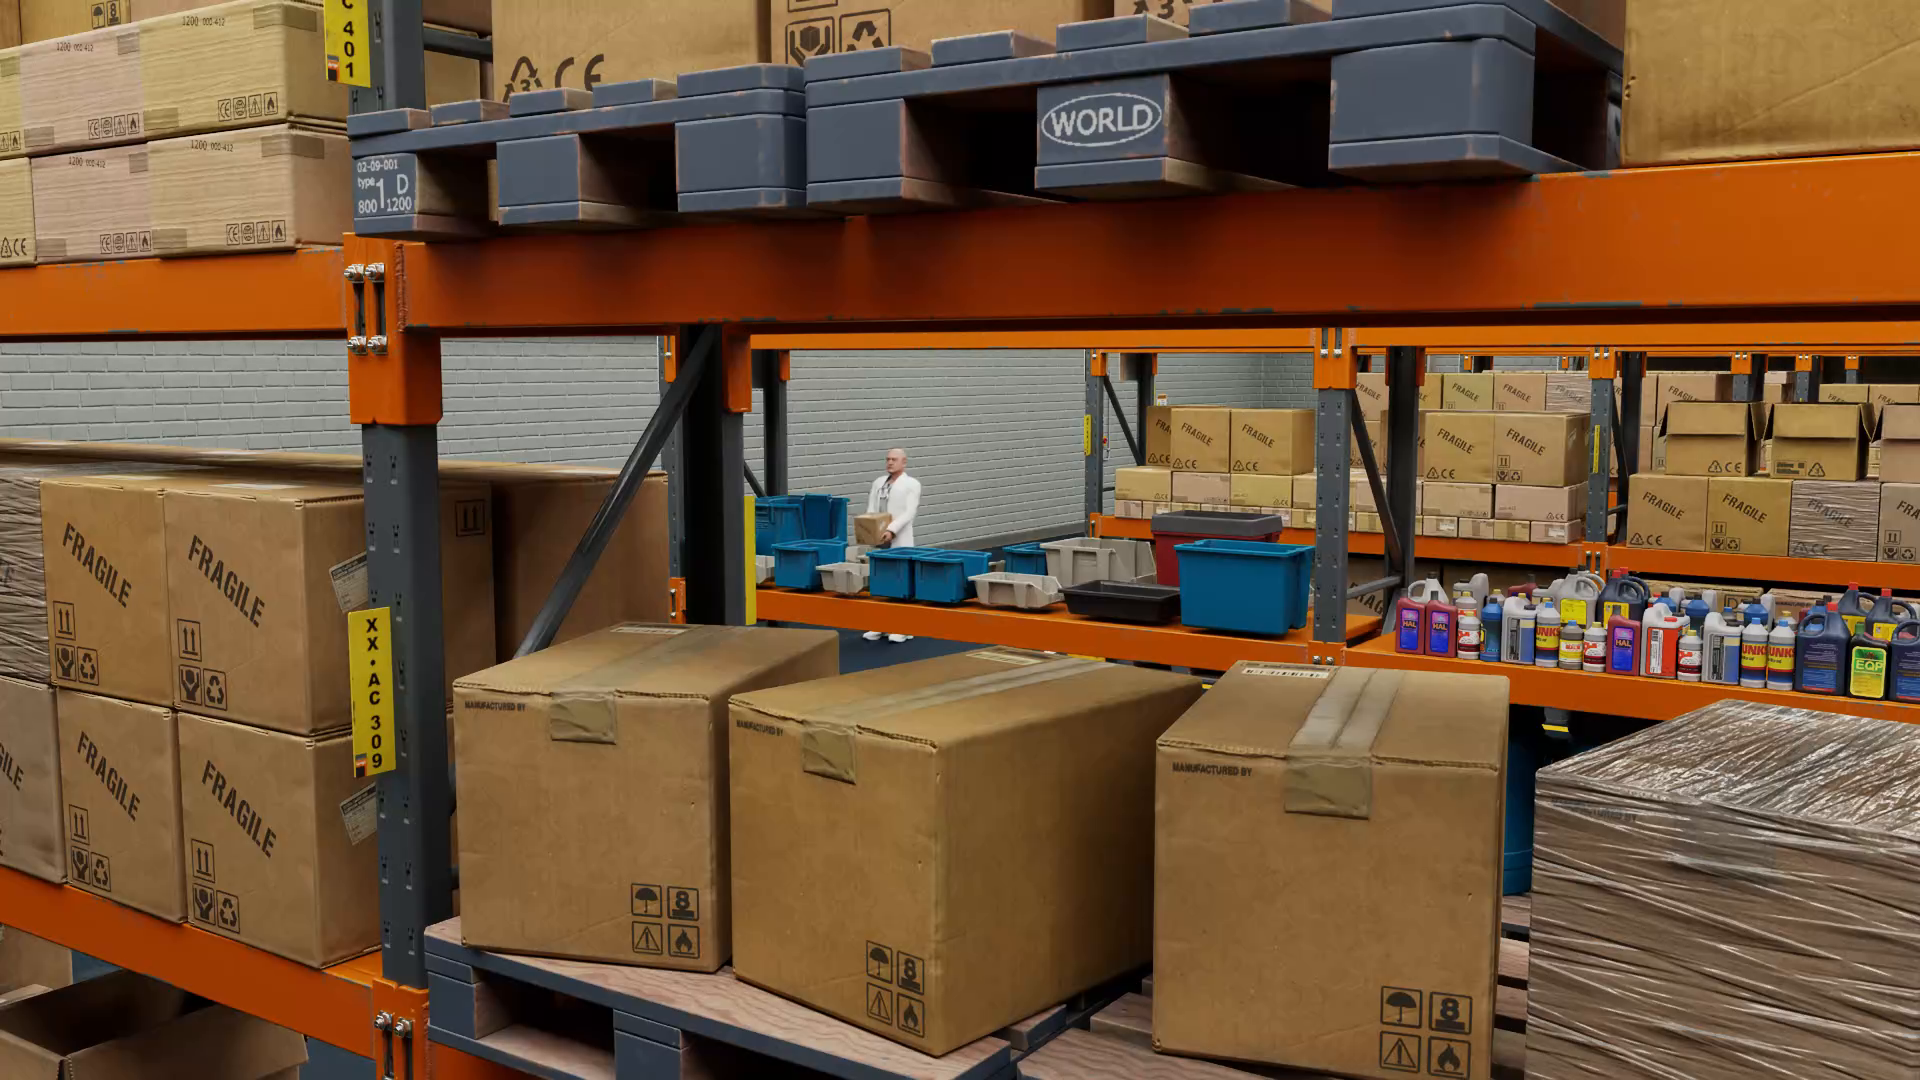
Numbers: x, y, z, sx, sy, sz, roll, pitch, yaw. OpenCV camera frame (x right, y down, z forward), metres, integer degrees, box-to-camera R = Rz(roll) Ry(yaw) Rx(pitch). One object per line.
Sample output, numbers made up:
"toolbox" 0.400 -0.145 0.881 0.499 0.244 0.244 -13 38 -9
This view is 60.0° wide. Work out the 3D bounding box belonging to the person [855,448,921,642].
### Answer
"person" -0.681 0.048 15.301 0.537 1.777 0.548 4 7 33
